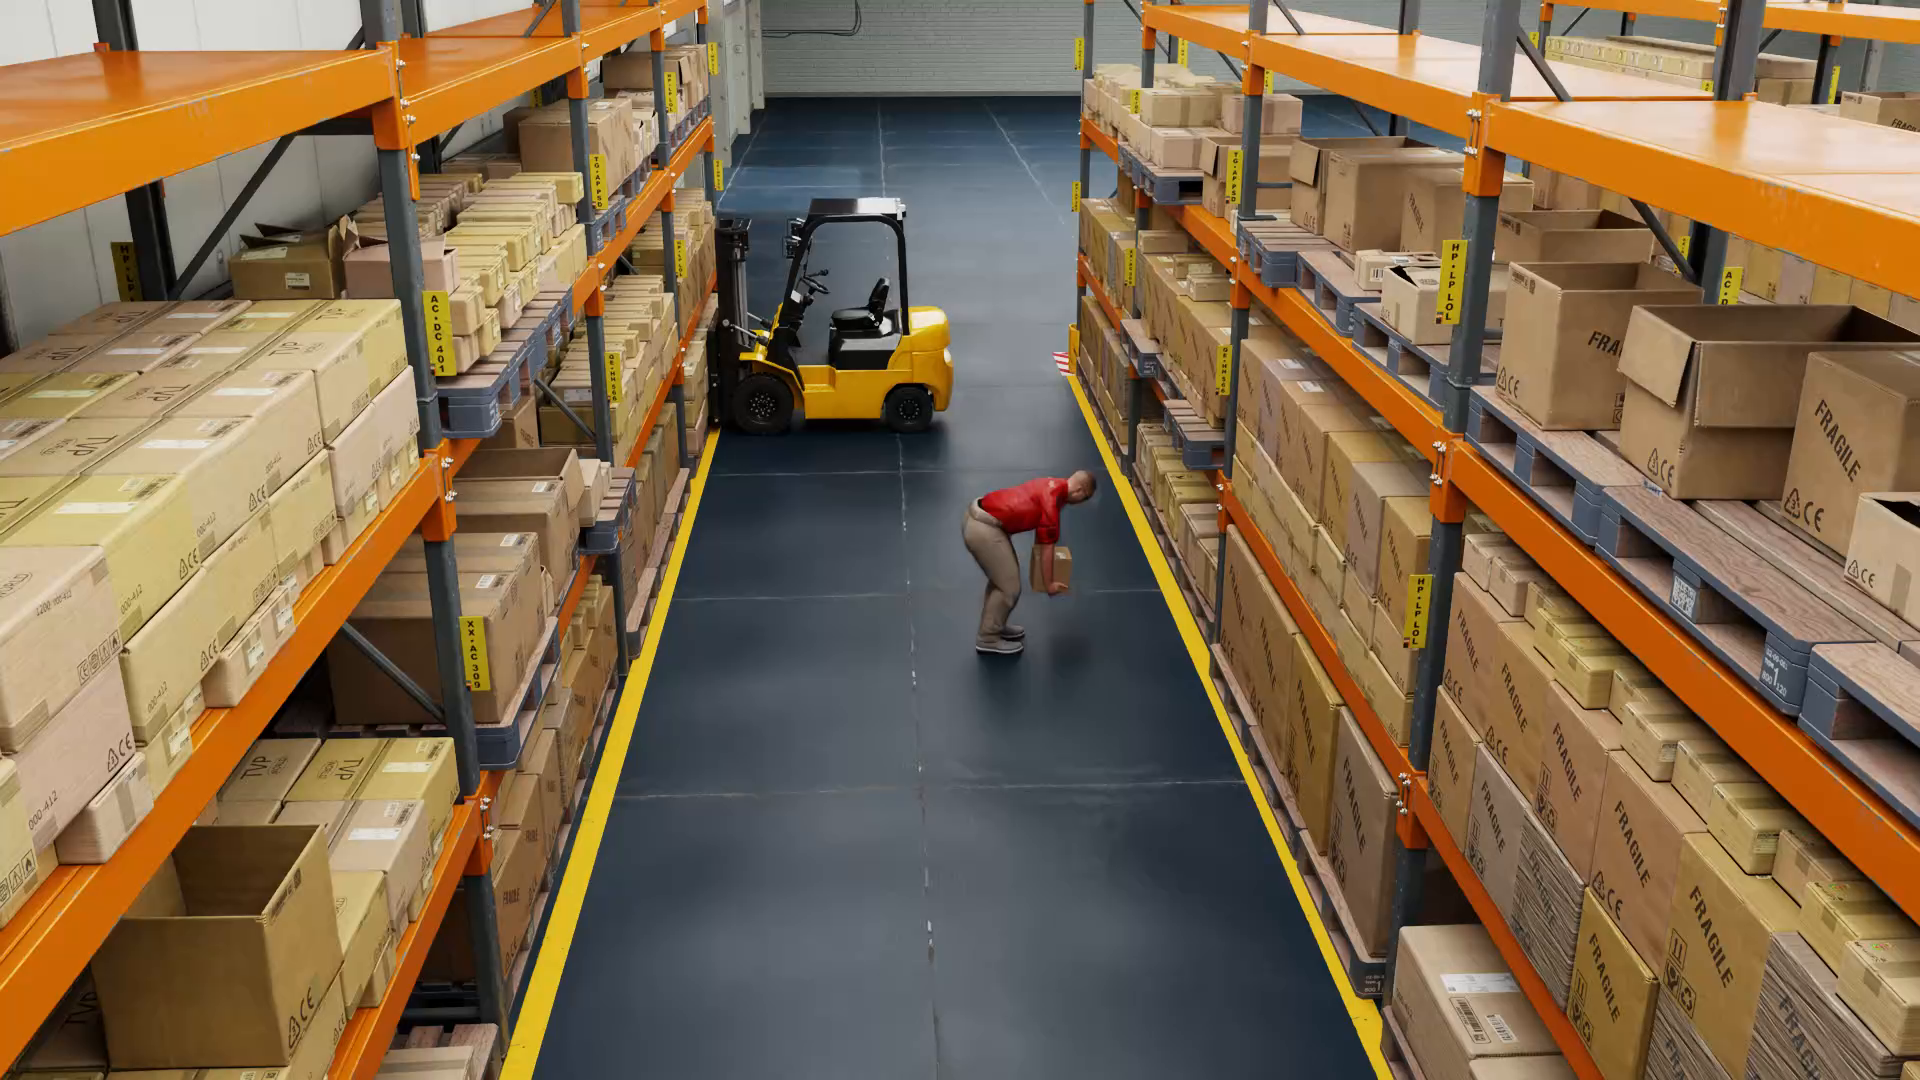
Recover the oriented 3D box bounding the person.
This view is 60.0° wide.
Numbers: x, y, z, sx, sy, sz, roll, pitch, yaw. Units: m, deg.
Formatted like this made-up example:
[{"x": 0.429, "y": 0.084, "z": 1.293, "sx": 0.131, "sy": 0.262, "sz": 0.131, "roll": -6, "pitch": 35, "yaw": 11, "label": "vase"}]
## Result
[{"x": 0.474, "y": 0.131, "z": 11.444, "sx": 0.925, "sy": 1.250, "sz": 0.482, "roll": -2, "pitch": 20, "yaw": -5, "label": "person"}]
